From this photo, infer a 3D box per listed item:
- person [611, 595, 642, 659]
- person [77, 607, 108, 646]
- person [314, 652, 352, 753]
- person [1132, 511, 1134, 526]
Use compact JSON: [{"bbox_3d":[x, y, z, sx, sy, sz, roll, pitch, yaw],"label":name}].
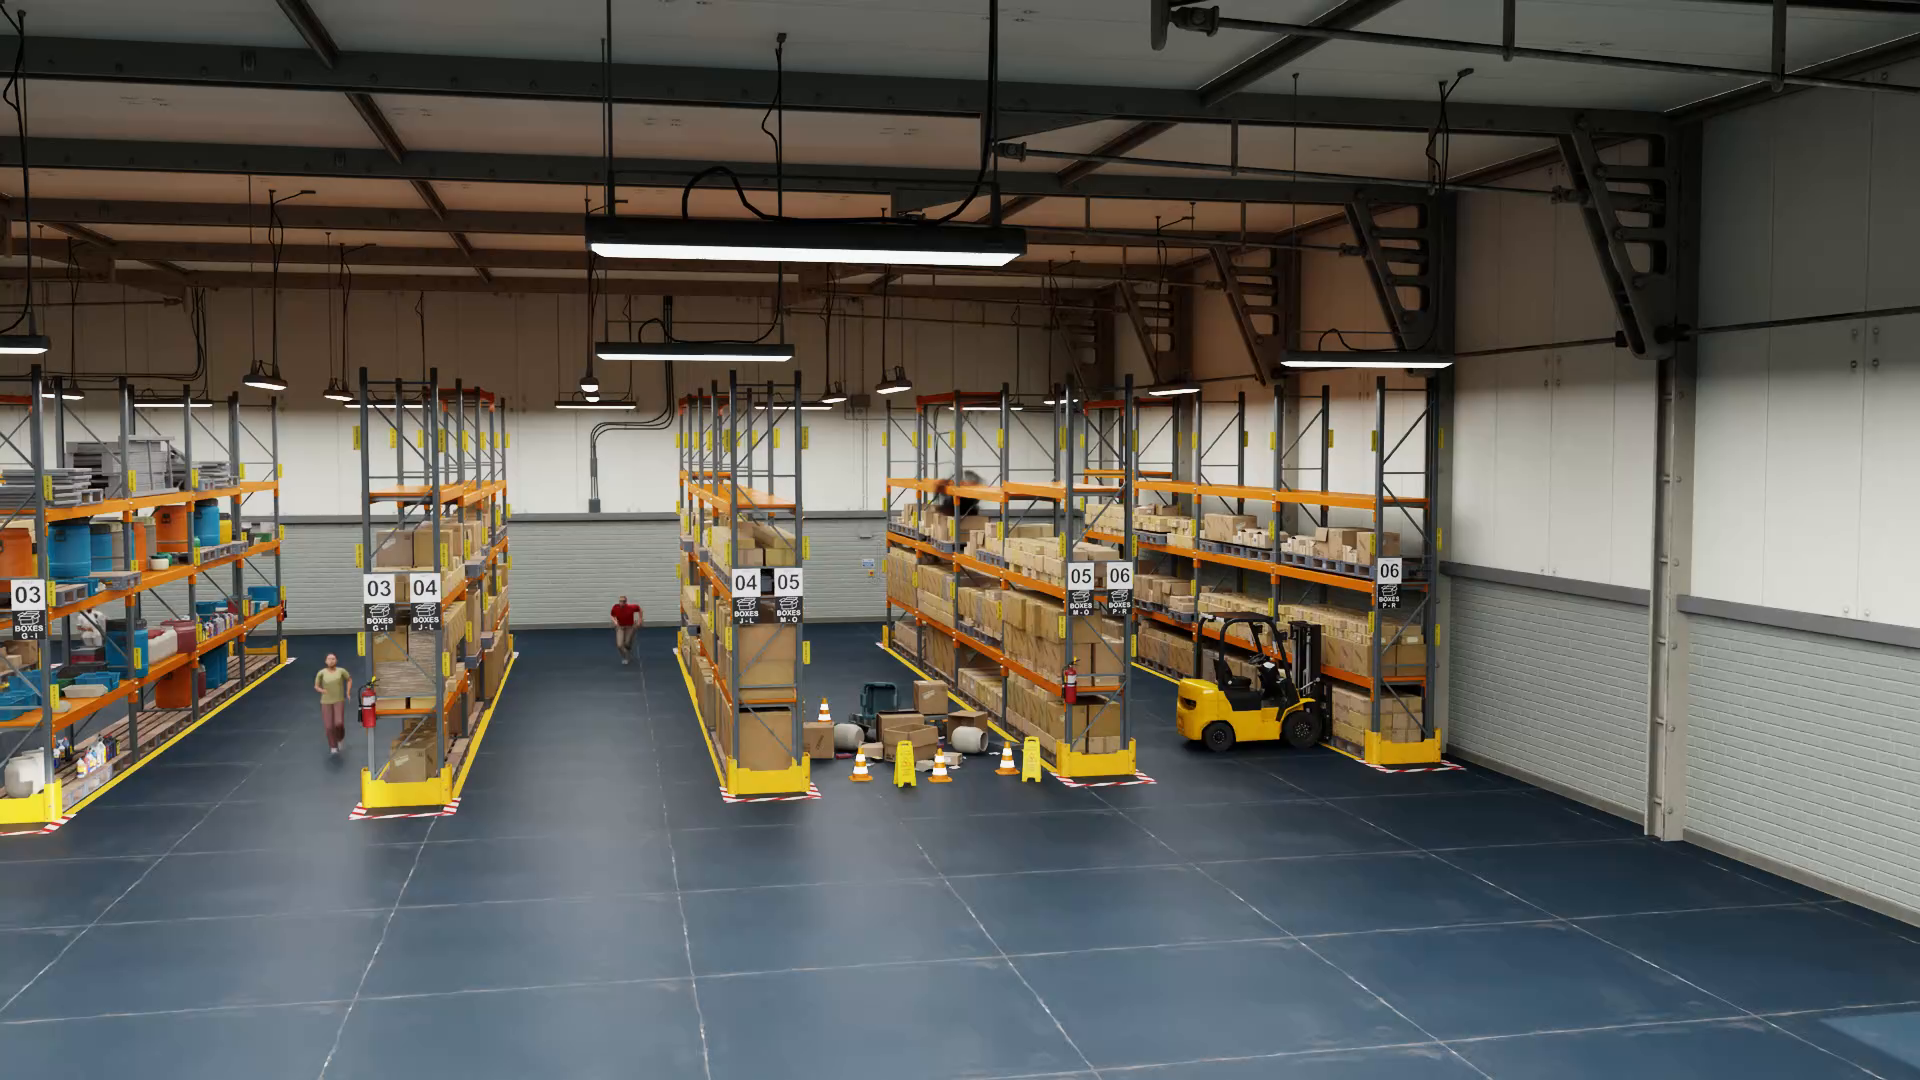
[{"bbox_3d":[-7.501,1.966,37.322,0.654,1.488,0.813,0,3,-1],"label":"person"},{"bbox_3d":[-18.424,2.070,35.306,0.579,1.653,0.589,-1,4,-19],"label":"person"},{"bbox_3d":[-9.983,2.602,26.490,0.564,1.633,0.566,-1,4,-18],"label":"person"},{"bbox_3d":[-7.083,1.169,28.397,2.746,2.545,28.479,3,5,45],"label":"person"}]
